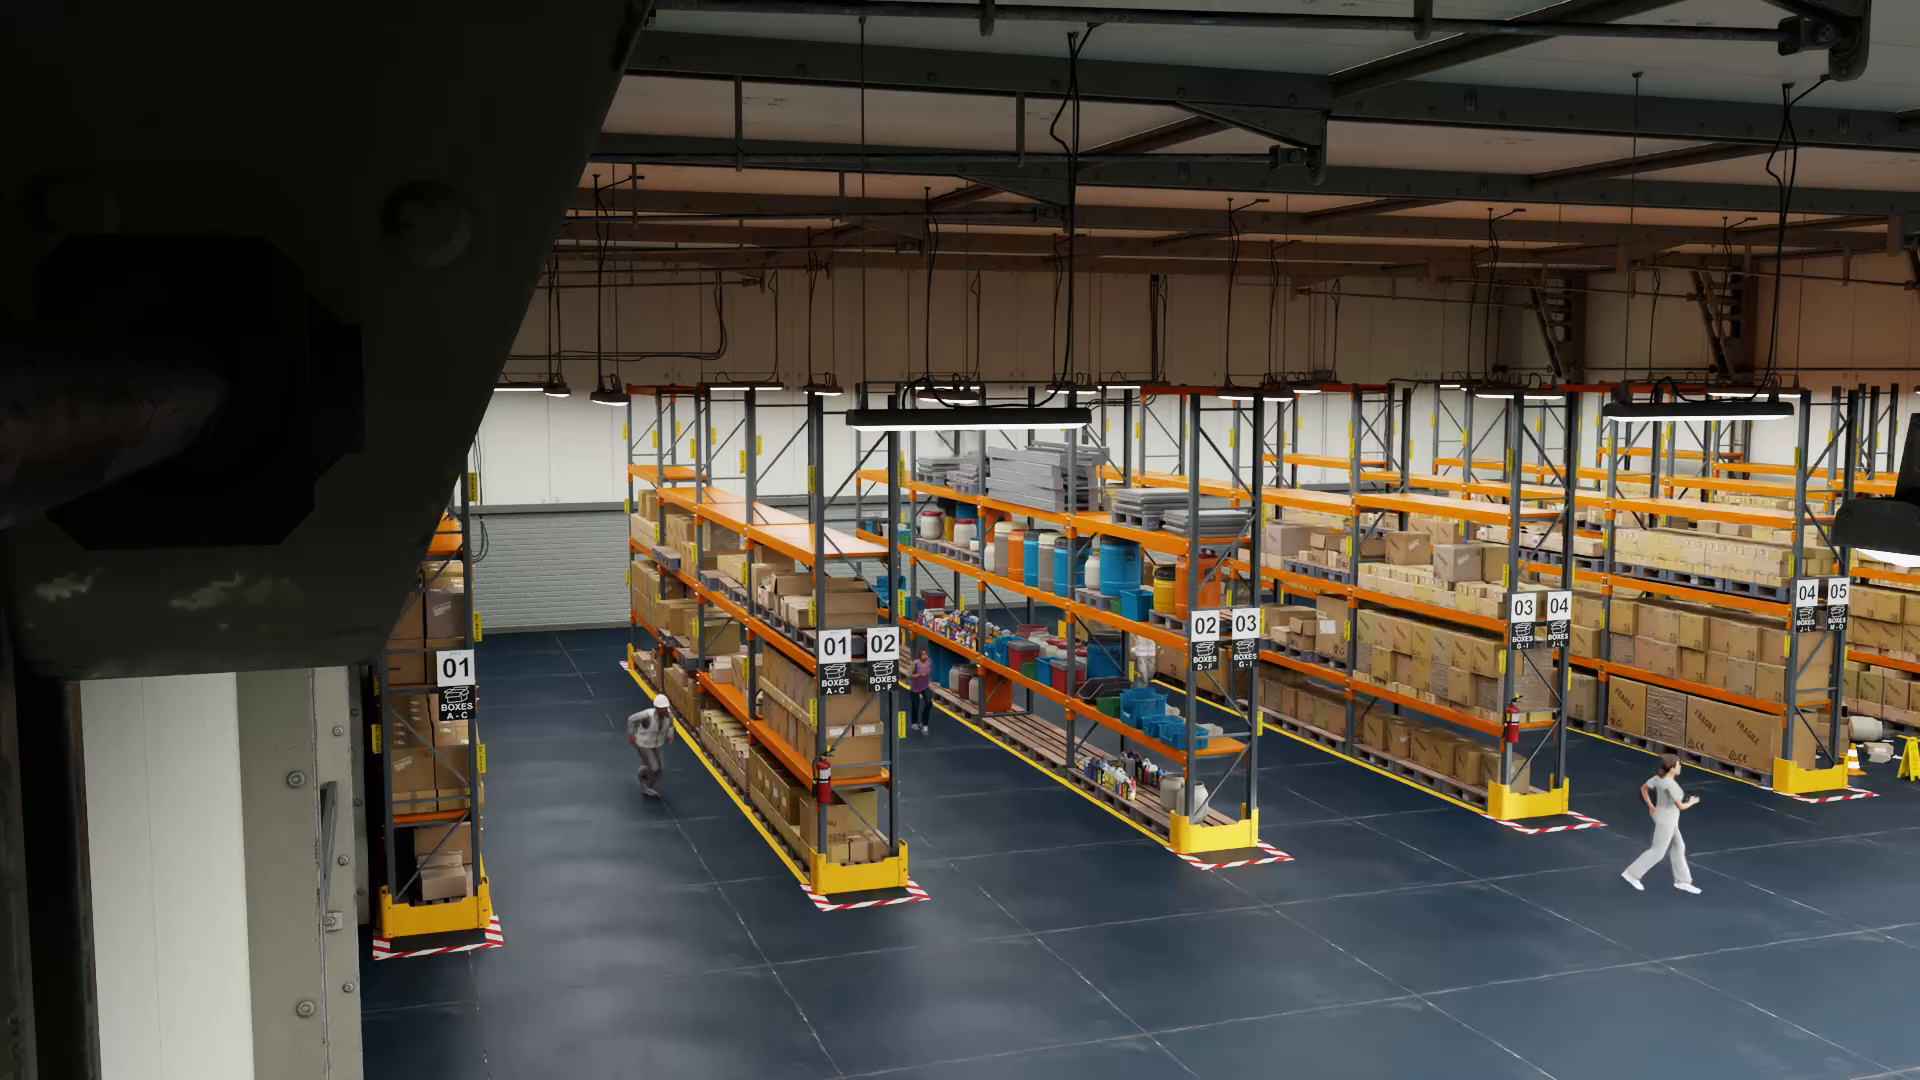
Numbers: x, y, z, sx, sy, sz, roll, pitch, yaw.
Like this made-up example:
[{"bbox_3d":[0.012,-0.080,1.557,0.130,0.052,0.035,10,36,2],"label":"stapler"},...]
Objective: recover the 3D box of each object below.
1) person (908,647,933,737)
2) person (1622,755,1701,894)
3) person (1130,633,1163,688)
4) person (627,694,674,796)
[{"bbox_3d":[-0.687,2.590,28.645,0.527,1.553,0.847,-2,6,-16],"label":"person"},{"bbox_3d":[8.449,3.413,19.970,0.948,1.678,0.552,1,6,6],"label":"person"},{"bbox_3d":[3.498,2.198,31.716,0.681,1.759,0.778,-2,6,-18],"label":"person"},{"bbox_3d":[-4.527,3.026,24.437,0.680,1.592,0.819,-5,8,-40],"label":"person"}]
